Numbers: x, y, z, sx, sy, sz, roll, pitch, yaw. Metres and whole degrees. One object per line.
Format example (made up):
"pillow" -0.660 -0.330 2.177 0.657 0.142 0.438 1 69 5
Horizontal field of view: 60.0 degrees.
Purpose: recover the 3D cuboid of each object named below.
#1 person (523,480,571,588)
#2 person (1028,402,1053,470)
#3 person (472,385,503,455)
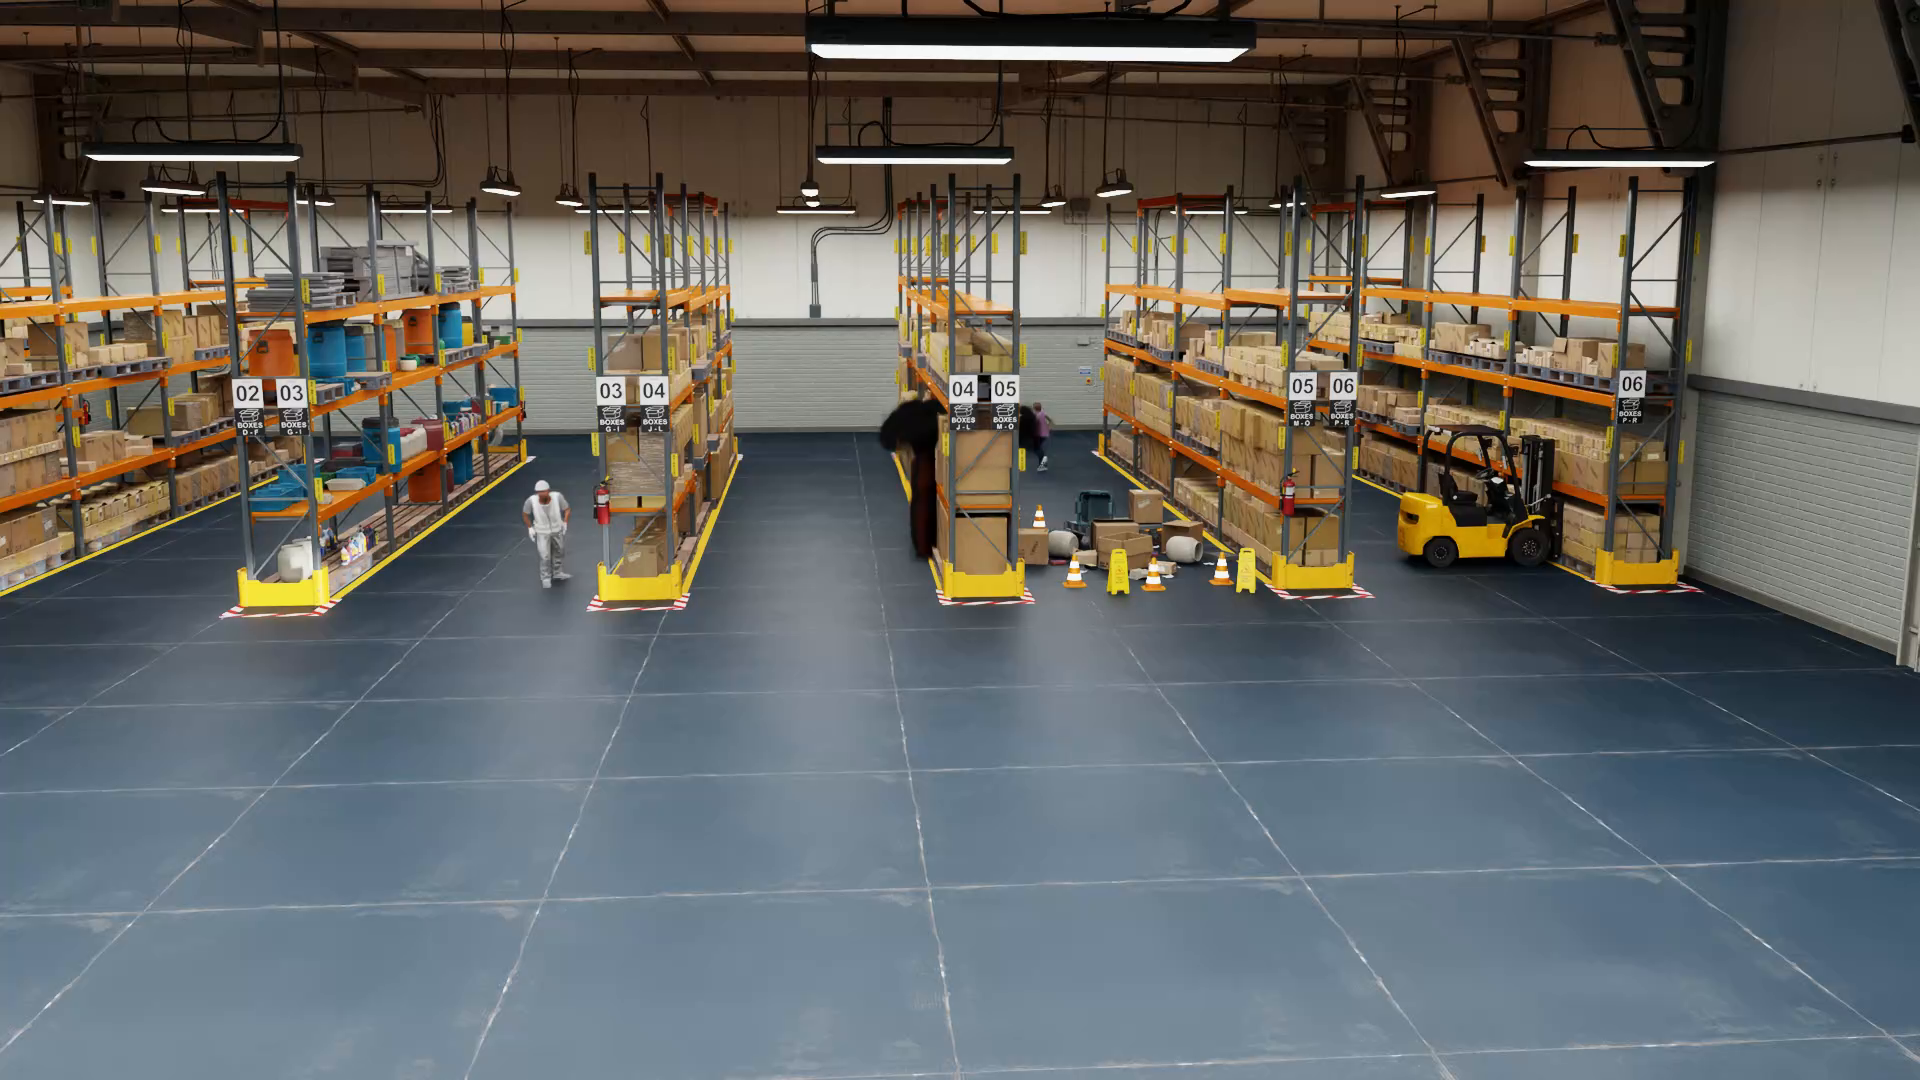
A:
"person" -6.127 -0.123 24.772 0.737 1.641 0.852 -6 11 -29
"person" 1.813 -2.353 37.577 0.611 1.553 0.504 -7 12 -35
"person" -11.462 -2.898 40.173 0.762 1.713 0.843 4 11 20
